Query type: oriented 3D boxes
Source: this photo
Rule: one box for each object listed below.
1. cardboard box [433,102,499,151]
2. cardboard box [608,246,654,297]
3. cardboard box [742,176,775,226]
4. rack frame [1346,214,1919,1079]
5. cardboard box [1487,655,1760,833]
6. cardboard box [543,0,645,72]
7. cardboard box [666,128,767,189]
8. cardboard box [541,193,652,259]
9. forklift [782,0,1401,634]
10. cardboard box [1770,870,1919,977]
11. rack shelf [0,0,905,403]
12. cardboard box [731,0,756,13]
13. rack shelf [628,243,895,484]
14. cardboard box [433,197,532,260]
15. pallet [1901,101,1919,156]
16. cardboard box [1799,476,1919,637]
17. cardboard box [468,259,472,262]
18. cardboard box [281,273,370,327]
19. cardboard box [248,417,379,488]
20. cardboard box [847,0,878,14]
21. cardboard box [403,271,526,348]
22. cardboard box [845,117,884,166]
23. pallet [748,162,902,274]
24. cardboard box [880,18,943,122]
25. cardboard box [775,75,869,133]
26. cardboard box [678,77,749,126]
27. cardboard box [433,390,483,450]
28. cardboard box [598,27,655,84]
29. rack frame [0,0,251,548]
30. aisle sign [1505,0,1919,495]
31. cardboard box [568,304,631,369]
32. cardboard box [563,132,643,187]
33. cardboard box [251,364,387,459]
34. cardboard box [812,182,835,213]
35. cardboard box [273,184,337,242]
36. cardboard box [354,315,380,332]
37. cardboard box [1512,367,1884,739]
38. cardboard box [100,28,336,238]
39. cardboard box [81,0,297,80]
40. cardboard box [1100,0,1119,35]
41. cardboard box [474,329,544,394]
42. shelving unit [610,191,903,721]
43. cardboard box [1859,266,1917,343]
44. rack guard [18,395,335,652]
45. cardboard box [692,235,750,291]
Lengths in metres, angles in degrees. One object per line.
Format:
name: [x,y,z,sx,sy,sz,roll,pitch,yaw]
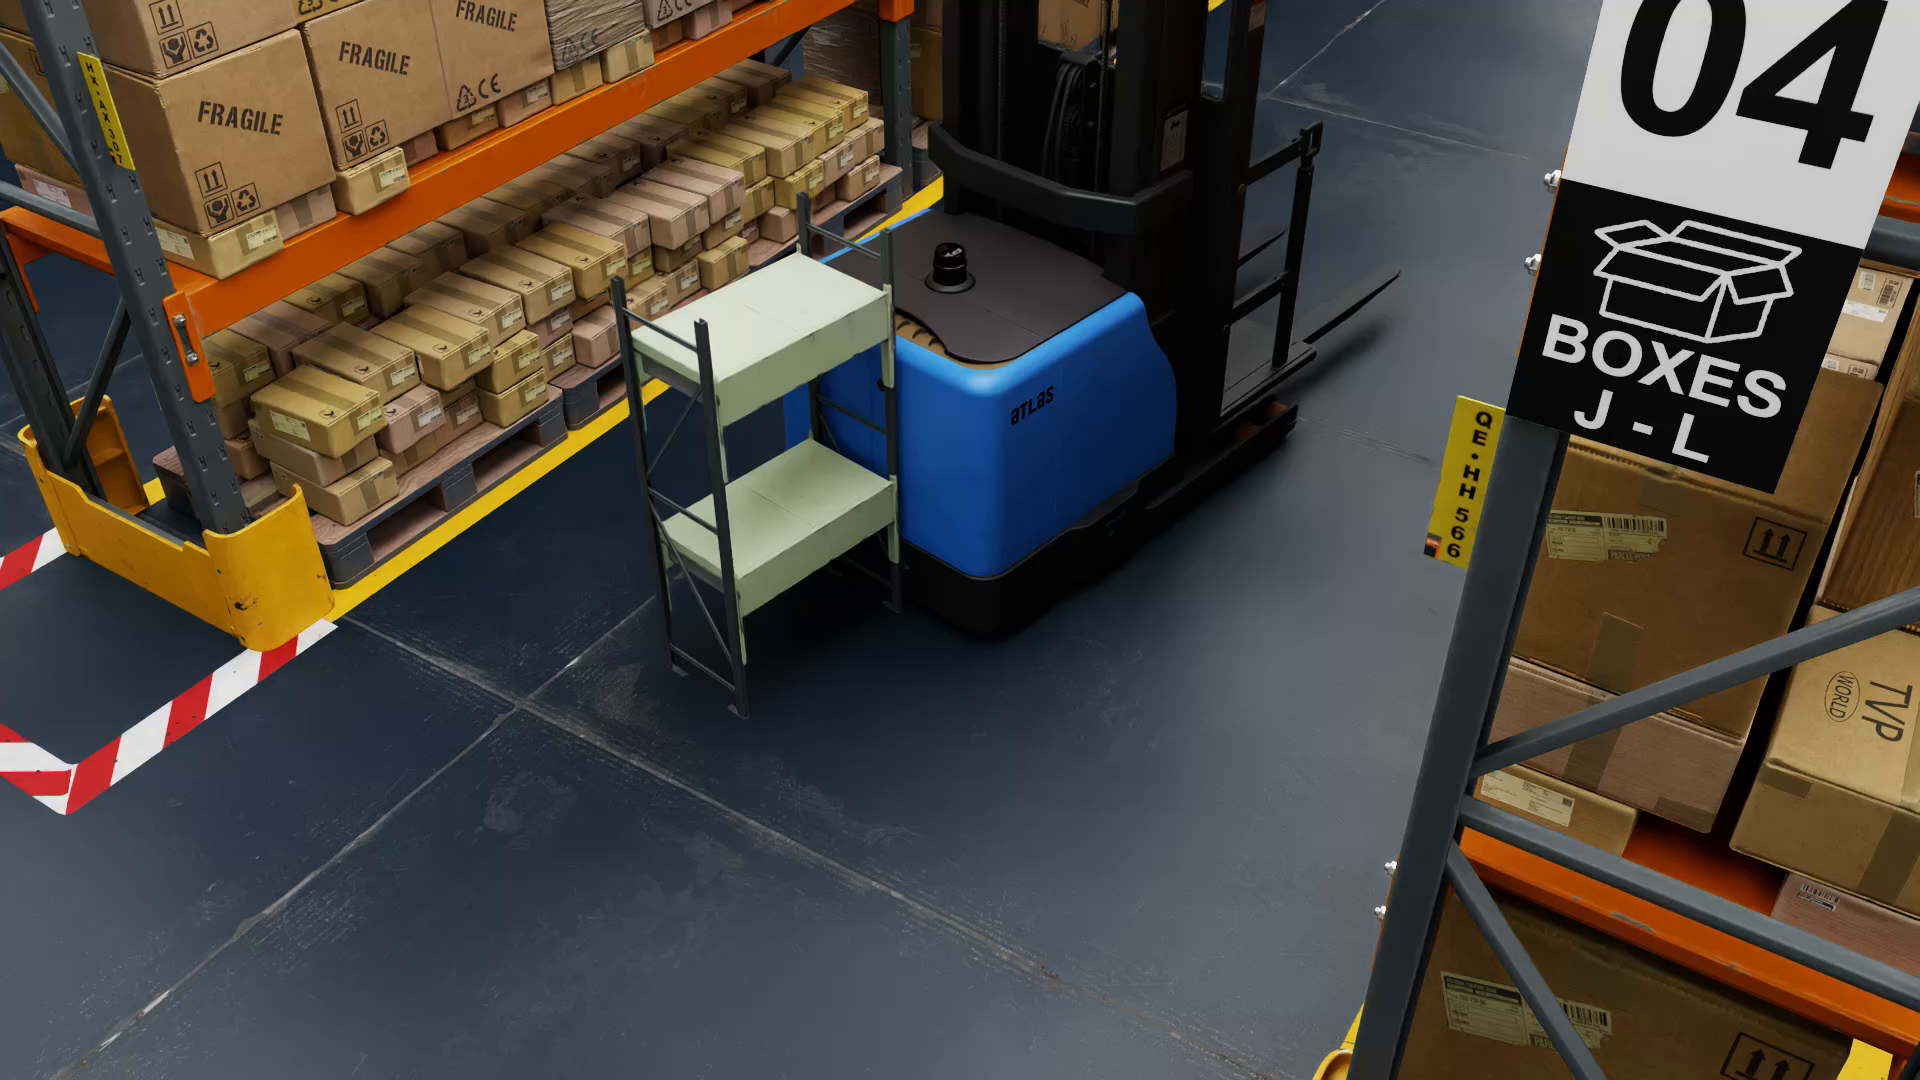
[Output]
cardboard box: [-1.906,-1.562,6.025,0.380,0.149,0.250,21,42,25]
cardboard box: [-1.534,-1.199,7.096,0.380,0.149,0.250,23,43,27]
cardboard box: [-1.074,-1.592,7.606,0.380,0.149,0.250,22,43,26]
rack frame: [1.297,0.649,2.952,1.000,3.000,0.127,21,42,25]
cardboard box: [1.333,0.254,3.343,0.500,0.250,0.500,20,42,24]
cardboard box: [-1.556,-2.122,6.220,0.500,0.500,0.500,20,42,24]
cardboard box: [-1.100,-1.709,7.513,0.380,0.149,0.250,23,43,27]
cardboard box: [-1.527,-1.303,6.988,0.380,0.149,0.250,21,42,25]
forklift: [0.716,-1.653,5.994,1.130,2.935,3.031,29,46,32]
cardboard box: [1.766,0.673,3.126,0.380,0.149,0.250,22,43,26]
rack shelf: [-1.765,-1.772,6.681,1.077,0.370,4.000,21,42,25]
cardboard box: [-1.085,-2.367,7.070,0.380,0.149,0.250,20,42,24]
rack shelf: [-0.603,-0.558,5.106,0.431,0.370,0.720,29,46,32]
cardboard box: [-2.028,-1.309,6.995,0.380,0.149,0.250,20,42,24]
pallet: [1.686,-0.890,2.563,1.003,0.211,1.213,21,42,25]
cardboard box: [2.055,0.161,3.463,0.500,0.250,0.500,21,42,25]
cardboard box: [-2.098,-1.212,7.113,0.380,0.149,0.250,23,43,27]
cardboard box: [-2.552,-0.940,6.517,0.380,0.149,0.250,20,42,24]
cardboard box: [-2.339,-0.367,6.017,0.380,0.149,0.250,23,43,27]
cardboard box: [-0.508,-3.028,8.810,0.500,0.250,0.500,20,42,24]
cardboard box: [-1.917,-0.882,6.441,0.380,0.149,0.250,19,42,23]
cardboard box: [-0.594,-1.977,8.105,0.380,0.149,0.250,22,43,26]
pallet: [-1.023,-1.626,8.186,1.003,0.211,1.213,21,42,25]
cardboard box: [-0.074,-2.558,8.815,0.500,0.500,0.500,23,43,27]
cardboard box: [-0.664,-2.092,8.011,0.380,0.149,0.250,22,43,26]
cardboard box: [-1.251,-2.128,8.058,0.380,0.149,0.250,23,43,27]
cardboard box: [-2.087,-0.520,6.459,0.380,0.149,0.250,22,43,26]
cardboard box: [-1.426,-1.935,6.509,0.380,0.149,0.250,22,43,26]
rack frame: [-2.837,-1.026,5.124,1.000,3.000,0.127,21,42,25]
aisle sign: [1.006,-0.442,2.237,0.394,0.787,0.004,21,42,25]
cardboard box: [-1.595,-0.879,6.924,0.380,0.149,0.250,19,42,23]
cardboard box: [-1.670,-1.735,7.548,0.380,0.149,0.250,22,43,26]
cardboard box: [-2.269,-0.458,5.891,0.380,0.149,0.250,19,42,23]
cardboard box: [-0.826,-1.705,7.996,0.380,0.149,0.250,22,43,26]
cardboard box: [-2.285,-1.131,5.466,0.380,0.149,0.250,23,43,27]
cardboard box: [-2.518,-0.815,6.597,0.380,0.149,0.250,19,42,23]
cardboard box: [1.337,-0.044,3.115,0.500,0.500,0.500,22,43,26]
cardboard box: [-2.363,-1.324,5.185,0.500,0.500,0.500,23,43,27]
cardboard box: [-2.372,-1.724,4.885,0.500,0.500,0.500,21,42,25]
cardboard box: [0.767,-3.357,9.851,0.500,0.500,0.500,19,42,23]
cardboard box: [-1.859,-0.742,6.503,0.380,0.149,0.250,23,43,26]
shelving unit: [-0.603,-0.249,5.344,0.431,1.500,0.755,29,46,32]
cardboard box: [2.424,-0.792,4.699,0.500,0.250,0.500,22,43,26]
rack guard: [-2.796,-0.075,5.938,1.175,0.500,0.348,21,42,25]
cardboard box: [-1.170,-1.278,7.442,0.380,0.149,0.250,21,42,25]
